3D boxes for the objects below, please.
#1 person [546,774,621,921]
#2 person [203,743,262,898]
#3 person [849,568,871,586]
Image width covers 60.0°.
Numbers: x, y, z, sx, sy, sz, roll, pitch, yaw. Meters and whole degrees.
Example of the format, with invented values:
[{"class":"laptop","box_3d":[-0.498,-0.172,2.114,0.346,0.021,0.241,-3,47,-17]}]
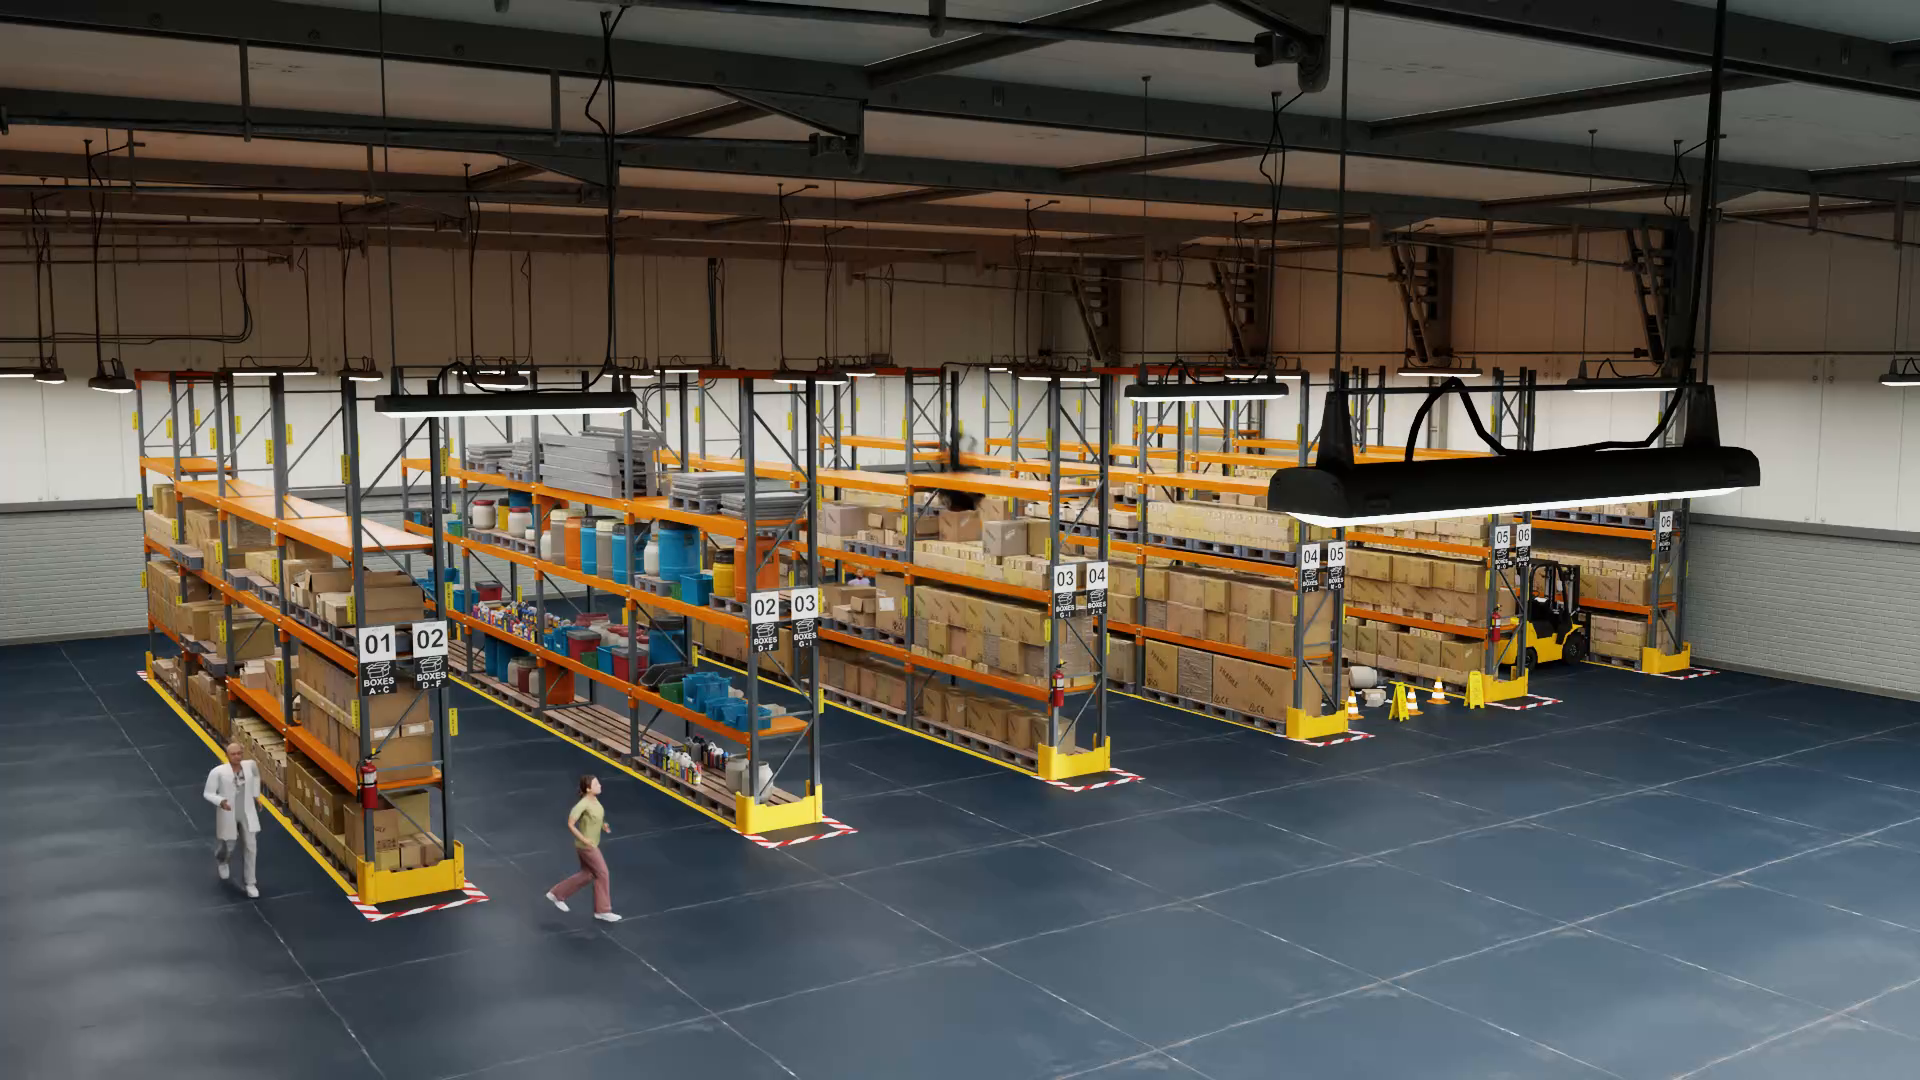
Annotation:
[{"class":"person","box_3d":[-4.205,3.419,18.506,0.835,1.678,0.575,0,6,-1]},{"class":"person","box_3d":[-8.533,3.241,19.563,0.690,1.771,1.042,-5,8,-38]},{"class":"person","box_3d":[-2.199,1.412,36.640,0.602,1.625,0.566,-3,7,-27]}]
